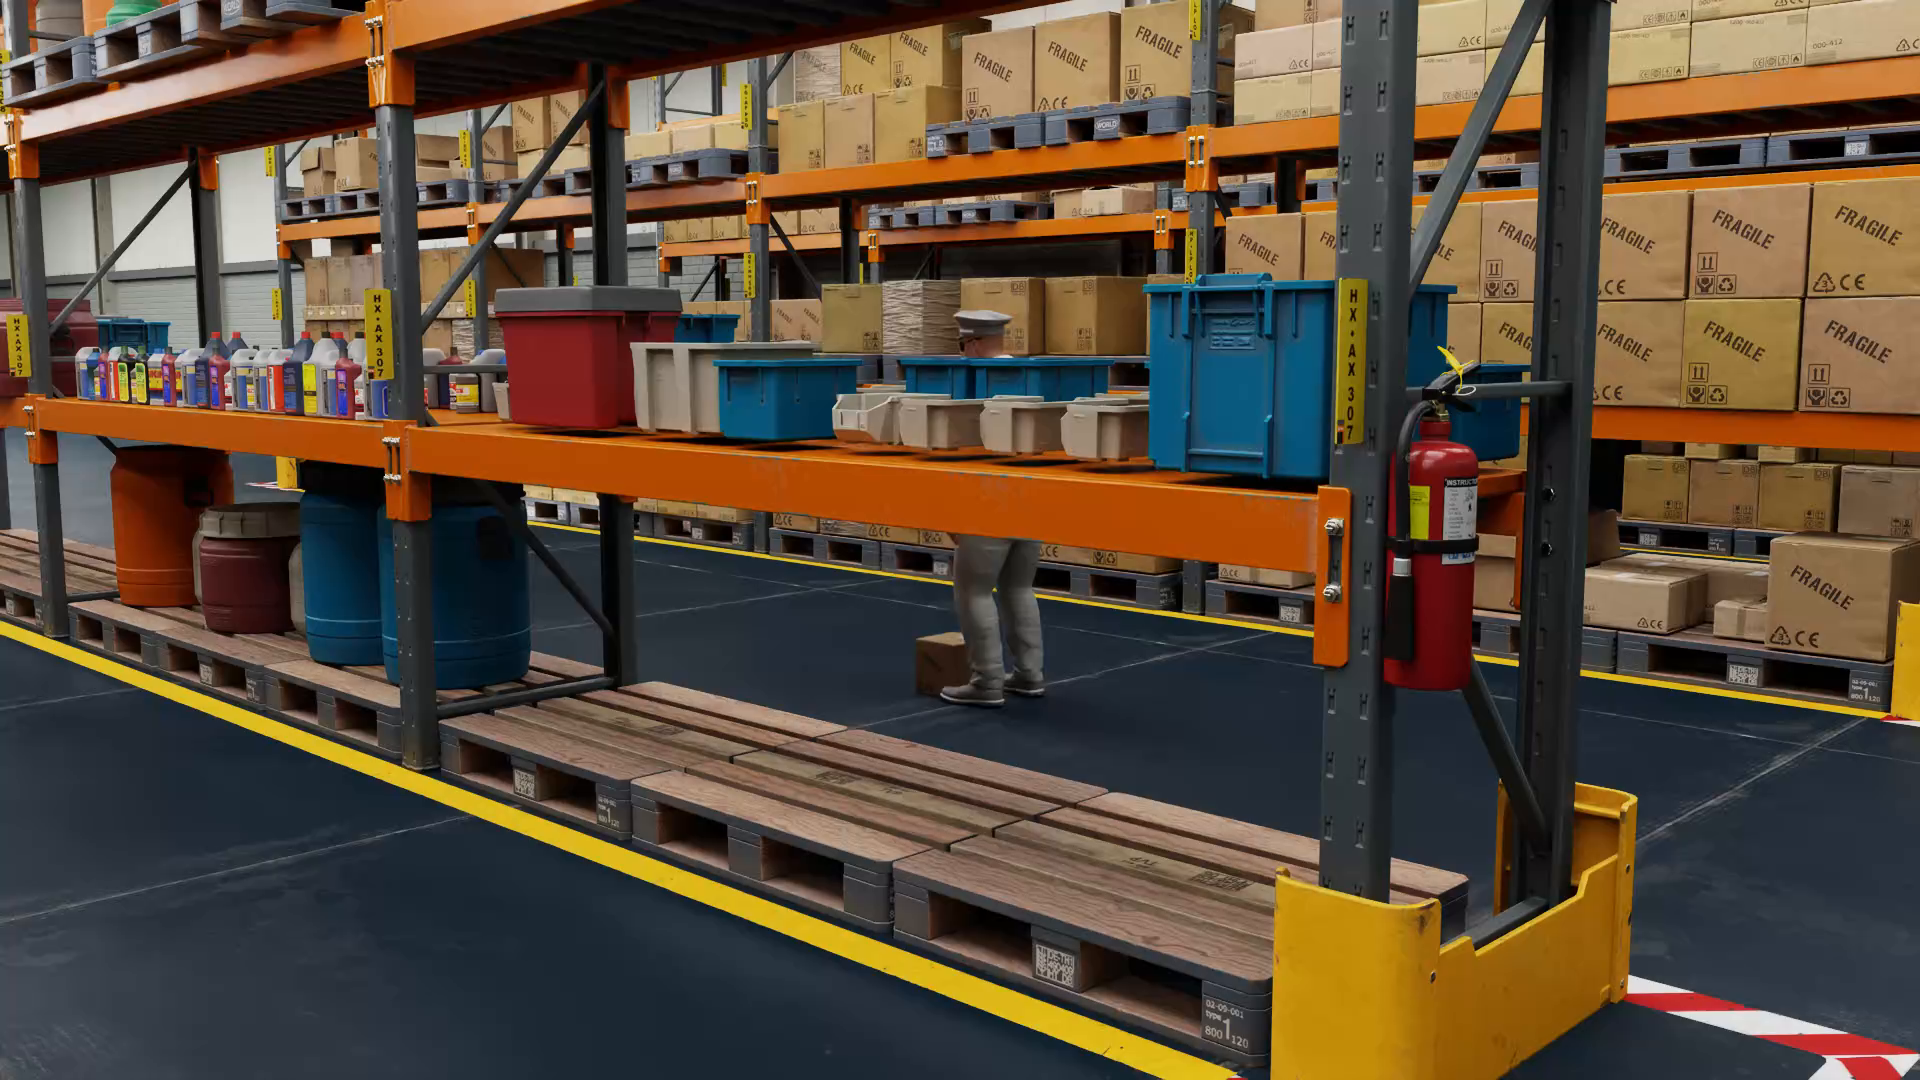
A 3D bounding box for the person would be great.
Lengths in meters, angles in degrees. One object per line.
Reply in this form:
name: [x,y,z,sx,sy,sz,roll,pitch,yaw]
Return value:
person: [0.178,-0.144,7.399,0.435,1.747,0.581,6,9,41]
